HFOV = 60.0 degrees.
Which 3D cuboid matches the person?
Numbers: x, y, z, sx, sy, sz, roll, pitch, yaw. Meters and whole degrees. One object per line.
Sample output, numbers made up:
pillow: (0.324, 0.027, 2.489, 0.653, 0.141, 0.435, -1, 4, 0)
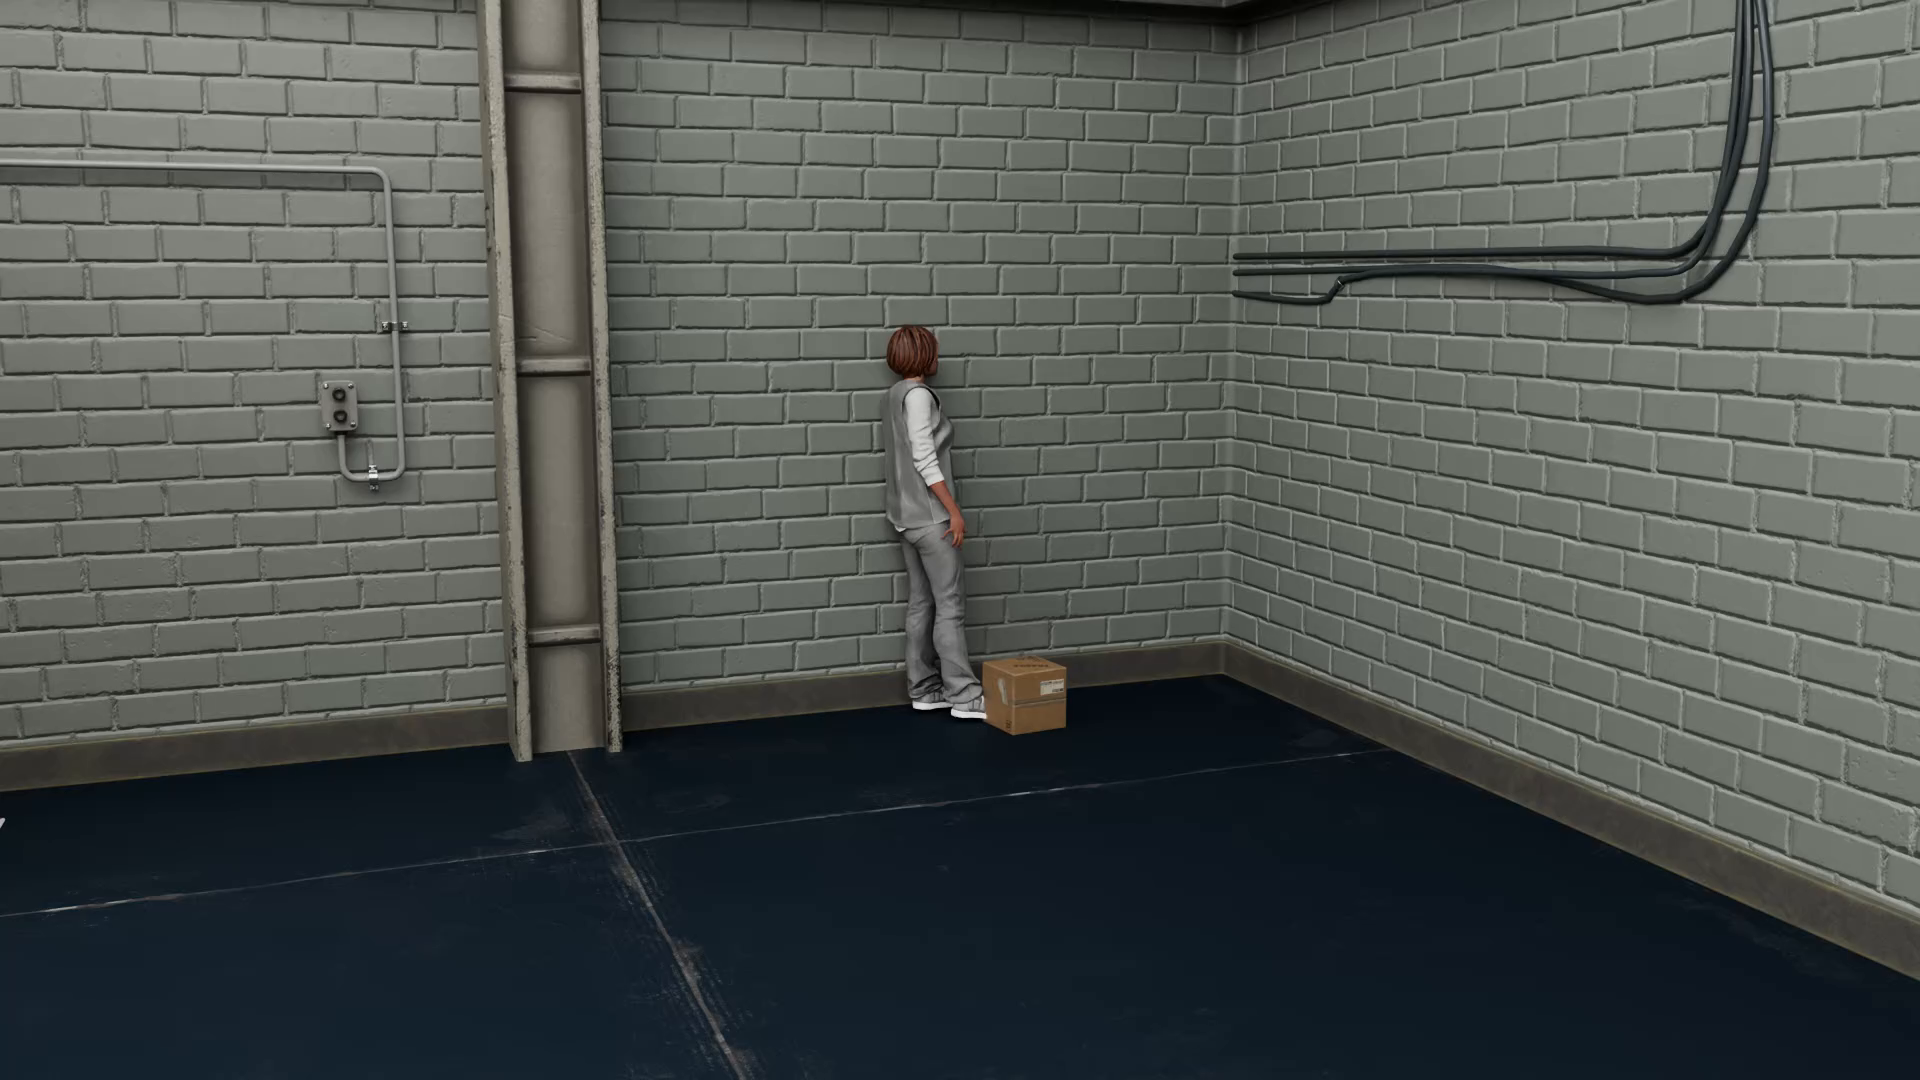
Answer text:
person: (-0.069, -0.080, 6.835, 0.474, 1.598, 0.519, -3, 10, -21)
